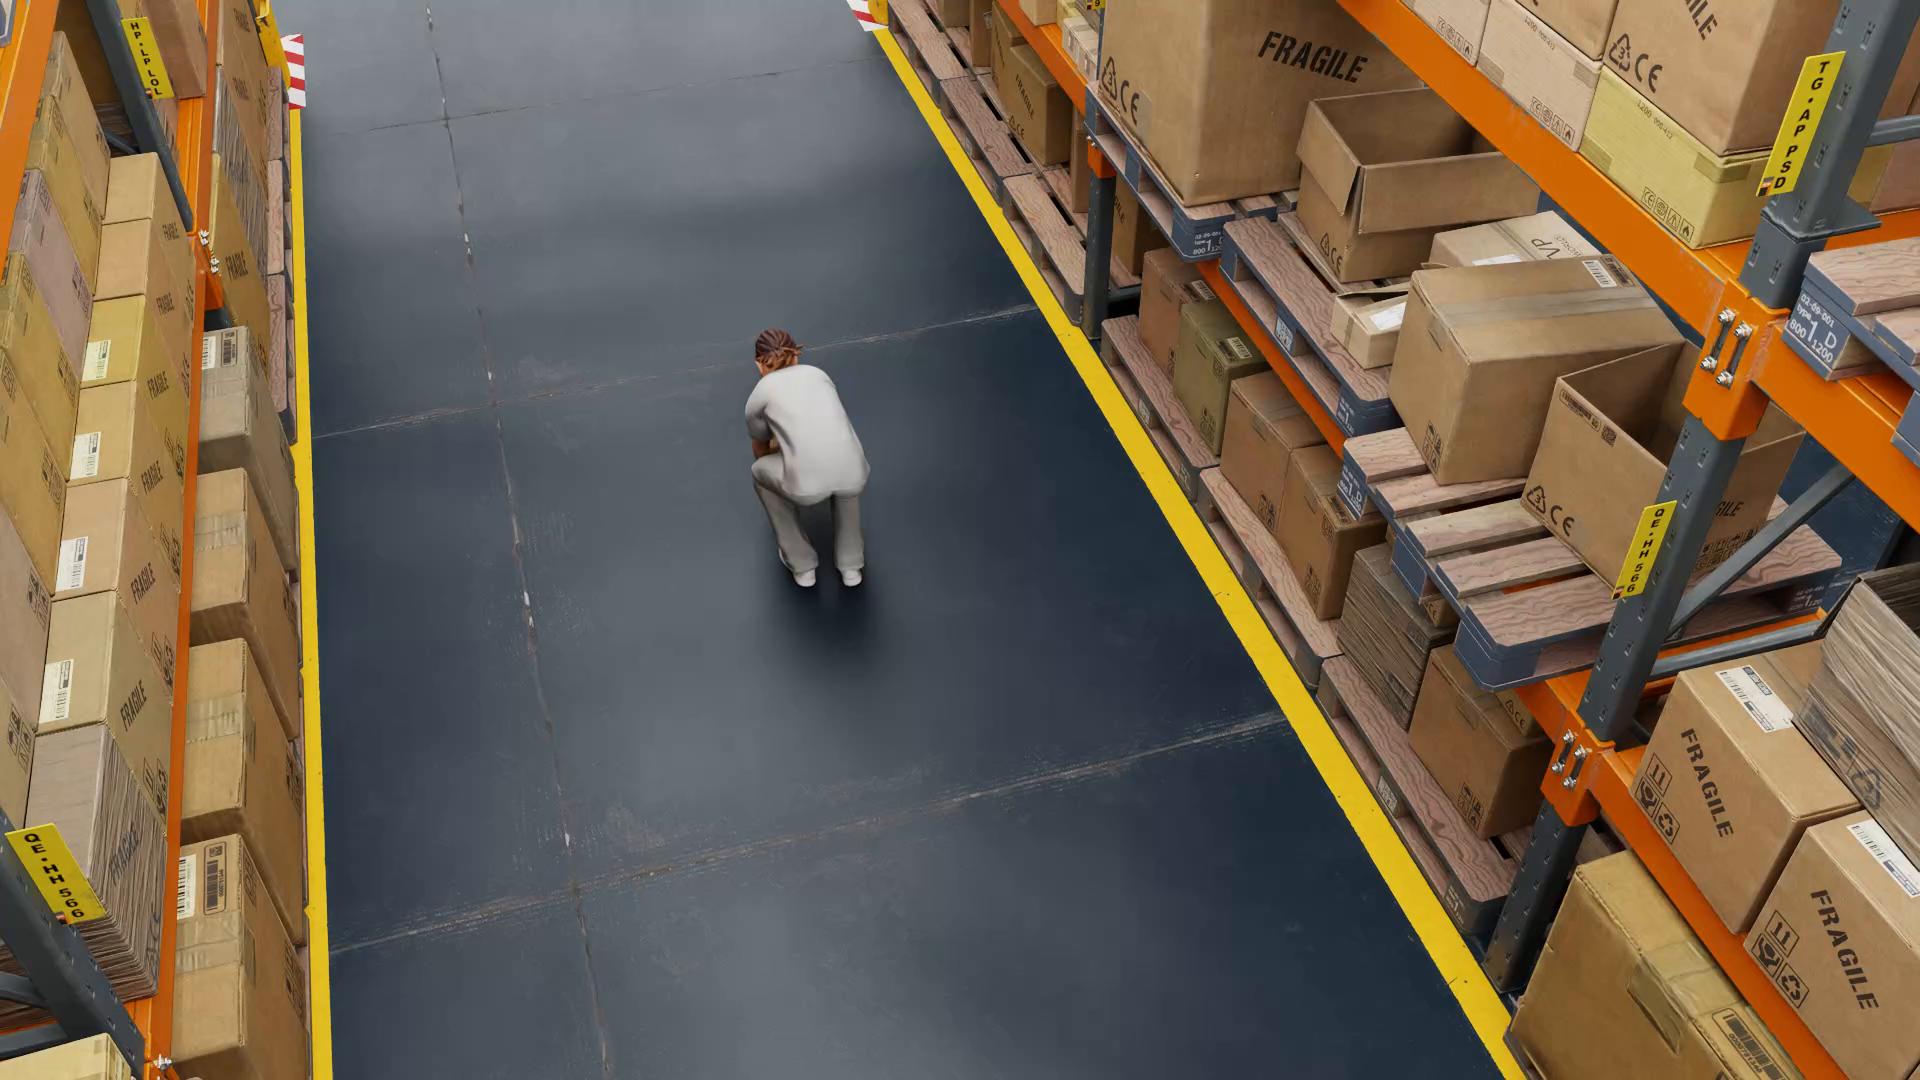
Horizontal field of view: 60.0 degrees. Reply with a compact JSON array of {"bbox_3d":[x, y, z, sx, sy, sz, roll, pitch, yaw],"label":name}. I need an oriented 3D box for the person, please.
[{"bbox_3d":[-0.650,-0.325,7.041,0.463,0.970,0.862,-14,44,-15],"label":"person"}]
